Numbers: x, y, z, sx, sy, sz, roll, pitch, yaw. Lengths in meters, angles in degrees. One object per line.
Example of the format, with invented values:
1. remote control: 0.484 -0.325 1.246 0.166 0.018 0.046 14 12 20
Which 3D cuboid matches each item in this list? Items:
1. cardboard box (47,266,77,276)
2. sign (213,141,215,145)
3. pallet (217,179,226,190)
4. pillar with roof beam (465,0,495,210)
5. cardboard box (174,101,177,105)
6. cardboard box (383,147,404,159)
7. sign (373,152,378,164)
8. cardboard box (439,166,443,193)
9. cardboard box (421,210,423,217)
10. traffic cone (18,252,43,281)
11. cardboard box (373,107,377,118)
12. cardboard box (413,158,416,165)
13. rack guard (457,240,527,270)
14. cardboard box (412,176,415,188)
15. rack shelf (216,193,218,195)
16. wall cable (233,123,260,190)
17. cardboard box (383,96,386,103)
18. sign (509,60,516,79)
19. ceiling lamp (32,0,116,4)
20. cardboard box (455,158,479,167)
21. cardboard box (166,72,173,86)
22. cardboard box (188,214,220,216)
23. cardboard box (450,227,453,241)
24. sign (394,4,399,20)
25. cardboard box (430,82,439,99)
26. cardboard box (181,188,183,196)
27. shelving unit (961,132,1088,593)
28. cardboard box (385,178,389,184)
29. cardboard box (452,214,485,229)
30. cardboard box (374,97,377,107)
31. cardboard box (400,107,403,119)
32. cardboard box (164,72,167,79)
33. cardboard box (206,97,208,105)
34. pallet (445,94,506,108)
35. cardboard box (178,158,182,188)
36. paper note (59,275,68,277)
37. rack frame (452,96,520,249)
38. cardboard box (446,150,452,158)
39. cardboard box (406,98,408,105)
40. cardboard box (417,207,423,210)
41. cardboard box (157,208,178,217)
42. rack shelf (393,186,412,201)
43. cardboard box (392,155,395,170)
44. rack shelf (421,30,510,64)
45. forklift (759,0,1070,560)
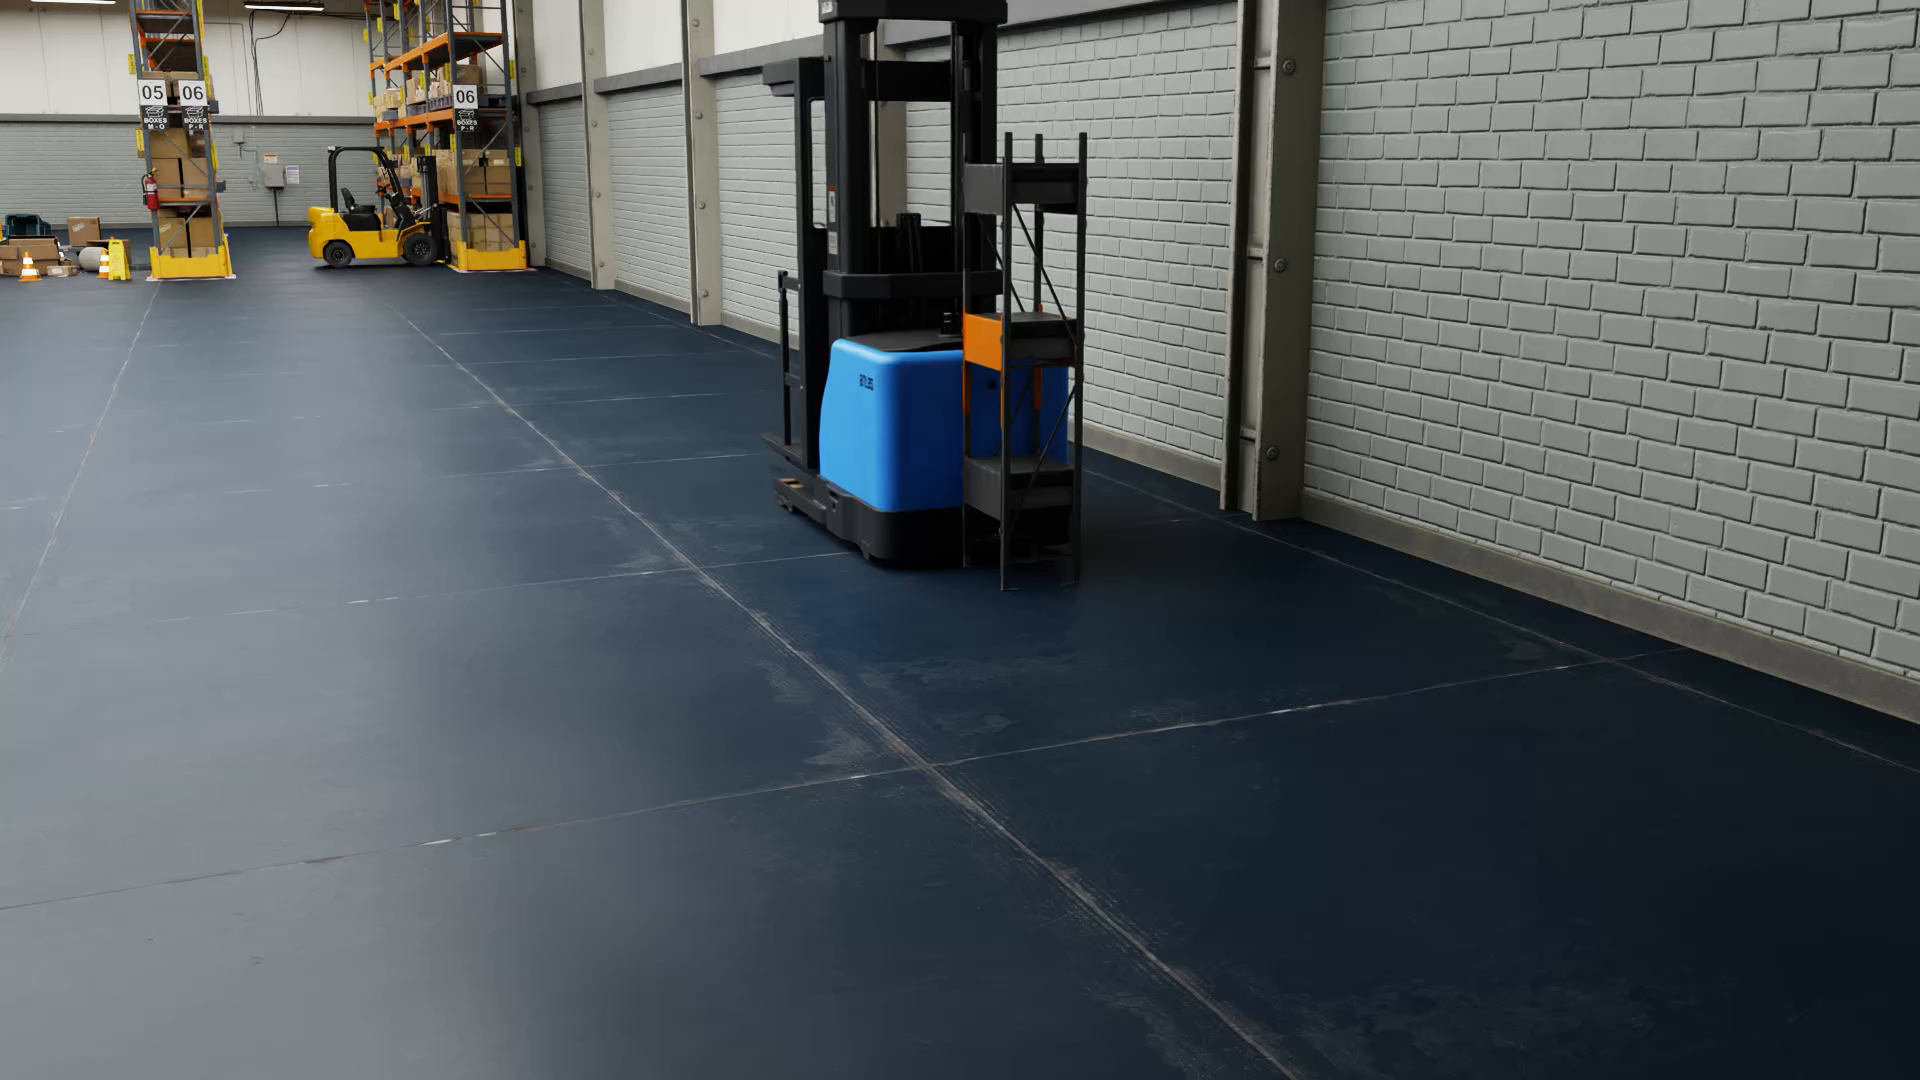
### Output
1. cardboard box: -15.355 -4.605 28.436 0.380 0.149 0.250 1 13 6
2. sign: -18.885 -9.937 42.058 0.100 0.325 0.005 -6 14 -23
3. pallet: -15.800 -7.327 34.302 1.213 0.211 1.003 -6 14 -23
4. pillar with roof beam: -14.233 -10.353 33.647 9.100 9.000 0.400 -6 14 -23
5. cardboard box: -14.427 -7.884 30.187 0.380 0.149 0.250 -6 14 -23
6. cardboard box: -14.305 -9.670 42.007 0.500 0.500 0.500 -5 14 -22
7. sign: -15.339 -10.033 43.647 0.100 0.325 0.005 -6 14 -23
8. cardboard box: -9.668 -6.904 31.825 0.500 0.500 0.500 -6 14 -24
9. cardboard box: -11.131 -6.791 35.894 0.875 0.625 0.625 -5 14 -21
10. traffic cone: -15.214 -4.471 27.163 0.336 0.463 0.334 -6 14 -23
11. cardboard box: -14.914 -11.077 43.099 0.500 0.250 0.500 -6 14 -24
12. cardboard box: -11.671 -8.225 36.094 0.380 0.149 0.250 -5 14 -22
13. rack guard: -8.423 -5.132 29.935 1.175 0.500 0.348 -6 14 -23
14. cardboard box: -11.683 -7.821 36.341 0.500 0.250 0.500 -6 14 -23
15. rack shelf: -16.985 -7.621 36.741 1.077 0.370 4.000 -6 14 -23
16. wall cable: -20.373 -11.000 47.490 0.588 1.984 0.122 -6 14 -23
17. cardboard box: -13.521 -10.470 39.546 0.380 0.149 0.250 -5 14 -21
18. sign: -7.921 -8.329 29.440 0.100 0.325 0.005 -6 14 -23
19. ceiling lamp: -22.685 -15.313 42.132 2.000 3.185 0.800 -6 14 -23
20. cardboard box: -8.828 -6.766 29.790 0.380 0.149 0.250 -5 14 -22
21. cardboard box: -14.930 -8.677 31.347 0.500 0.250 0.500 -5 14 -22
22. cardboard box: -13.688 -5.654 30.151 0.500 0.500 0.500 -5 14 -20
23. cardboard box: -9.105 -5.640 30.645 0.500 0.250 0.500 -6 14 -24
24. sign: -12.130 -11.373 35.804 0.100 0.325 0.005 -6 14 -23
25. cardboard box: -9.925 -8.658 32.020 0.500 0.311 0.500 -5 14 -22
26. cardboard box: -13.716 -6.054 28.934 0.380 0.149 0.250 -5 14 -22
27. shelving unit: 0.294 -0.845 7.864 0.431 2.100 0.503 -5 14 -21
28. cardboard box: -14.367 -9.122 42.188 0.380 0.149 0.250 -5 14 -22
29. cardboard box: -8.903 -5.774 30.113 0.500 0.250 0.500 -5 14 -21
30. cardboard box: -14.707 -11.216 42.590 0.500 0.250 0.500 -6 14 -23
31. cardboard box: -12.267 -9.584 37.306 0.500 0.250 0.500 -6 14 -23
32. cardboard box: -13.453 -7.733 27.766 0.380 0.149 0.250 -5 14 -22
33. cardboard box: -12.814 -7.342 27.847 0.380 0.149 0.250 -6 14 -23
34. pallet: -8.692 -7.921 29.987 1.003 0.211 1.213 -6 14 -23
35. cardboard box: -13.645 -6.290 28.515 0.500 0.500 0.500 -6 14 -23
36. paper note: -15.181 -4.475 28.135 0.148 0.019 0.142 -12 18 -42
37. rack frame: -8.432 -6.355 29.674 1.000 3.000 0.127 -6 14 -23
38. cardboard box: -9.263 -7.121 30.665 0.380 0.149 0.250 -5 14 -22
39. cardboard box: -11.776 -9.509 36.015 0.380 0.166 0.250 -6 14 -23
40. cardboard box: -12.067 -7.389 37.319 0.380 0.149 0.250 -6 14 -26
41. cardboard box: -13.747 -5.664 28.754 0.380 0.149 0.250 -5 14 -21
42. rack shelf: -12.438 -8.070 38.682 1.077 0.370 4.000 -6 14 -23
43. cardboard box: -13.043 -8.860 39.346 0.700 0.500 0.500 -5 14 -22
44. rack shelf: -9.233 -9.145 30.909 1.077 0.370 4.000 -6 14 -23
45. forklift: -0.448 -1.615 9.350 1.130 2.935 3.031 -5 14 -21
